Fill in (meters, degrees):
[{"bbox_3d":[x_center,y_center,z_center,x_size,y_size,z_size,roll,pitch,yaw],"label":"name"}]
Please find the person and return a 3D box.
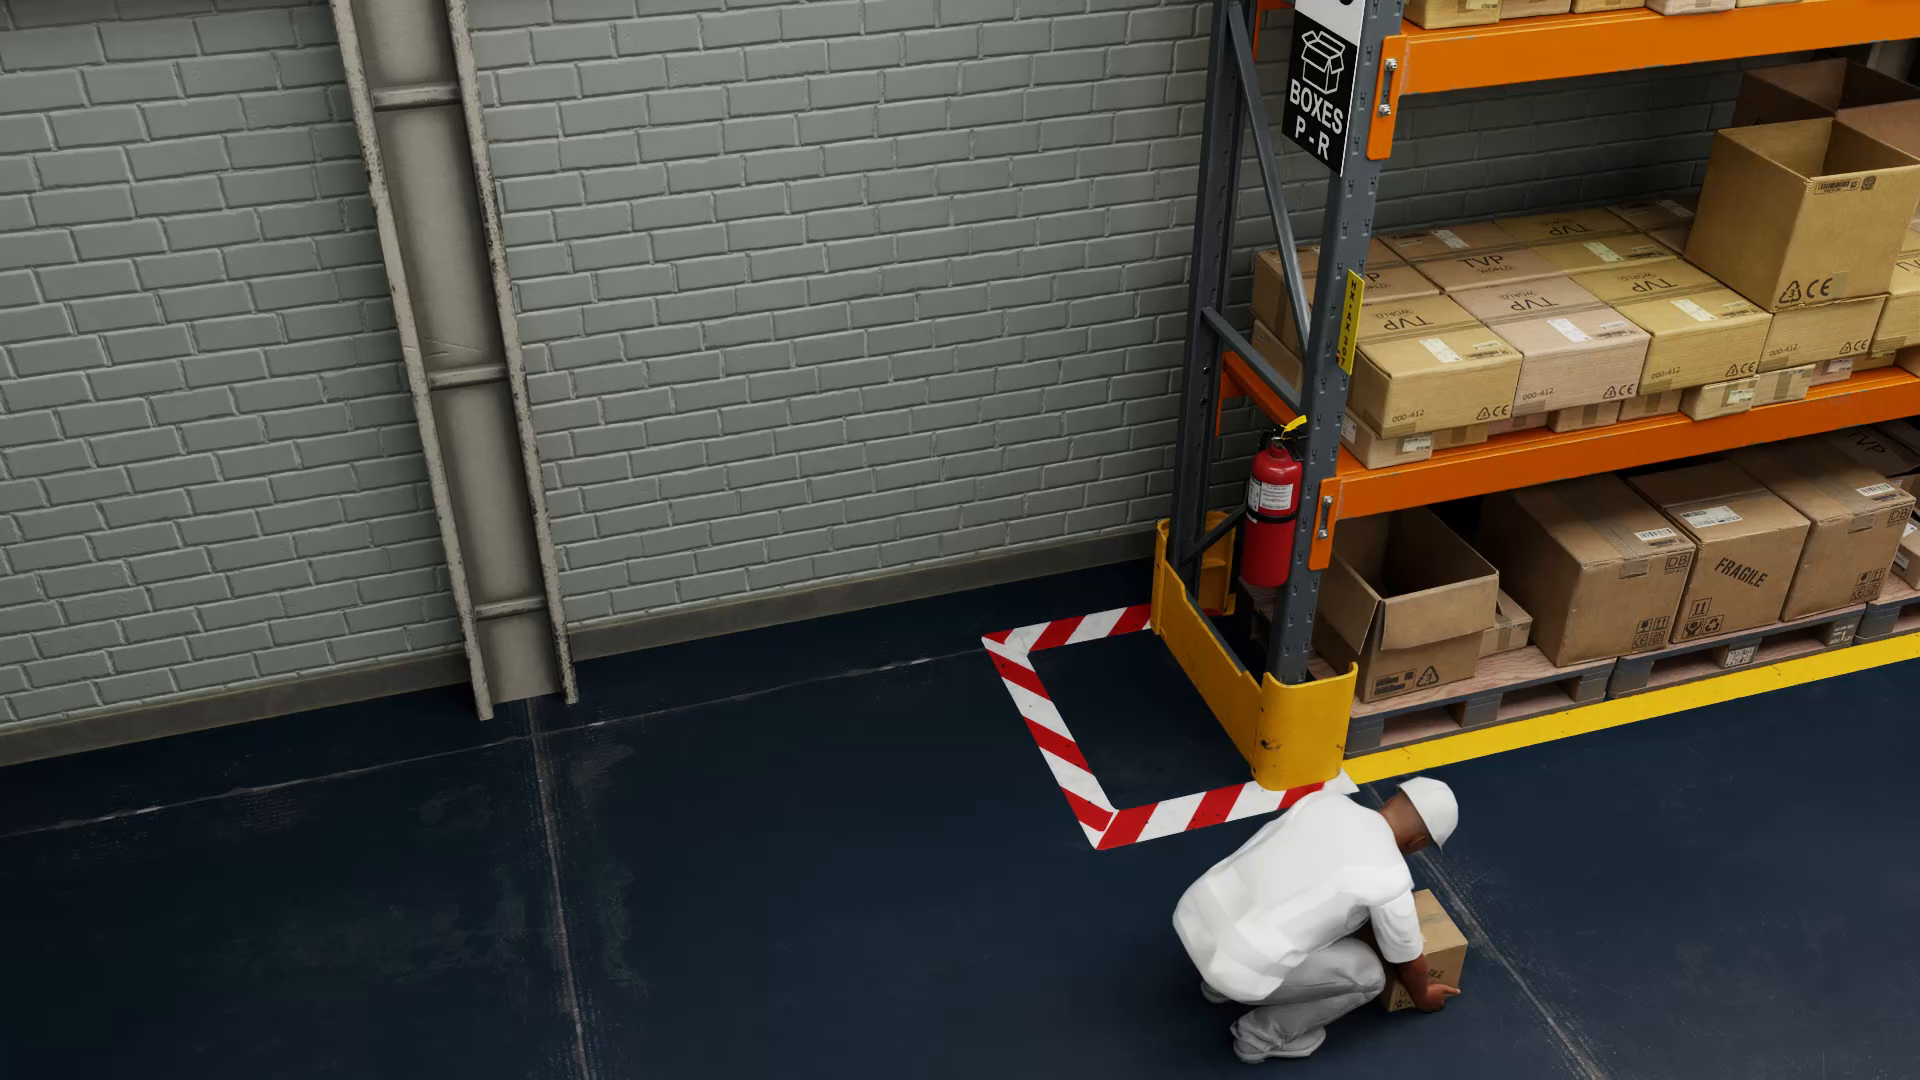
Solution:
[{"bbox_3d":[1.135,1.146,5.210,0.978,0.895,0.507,-11,35,-16],"label":"person"}]
